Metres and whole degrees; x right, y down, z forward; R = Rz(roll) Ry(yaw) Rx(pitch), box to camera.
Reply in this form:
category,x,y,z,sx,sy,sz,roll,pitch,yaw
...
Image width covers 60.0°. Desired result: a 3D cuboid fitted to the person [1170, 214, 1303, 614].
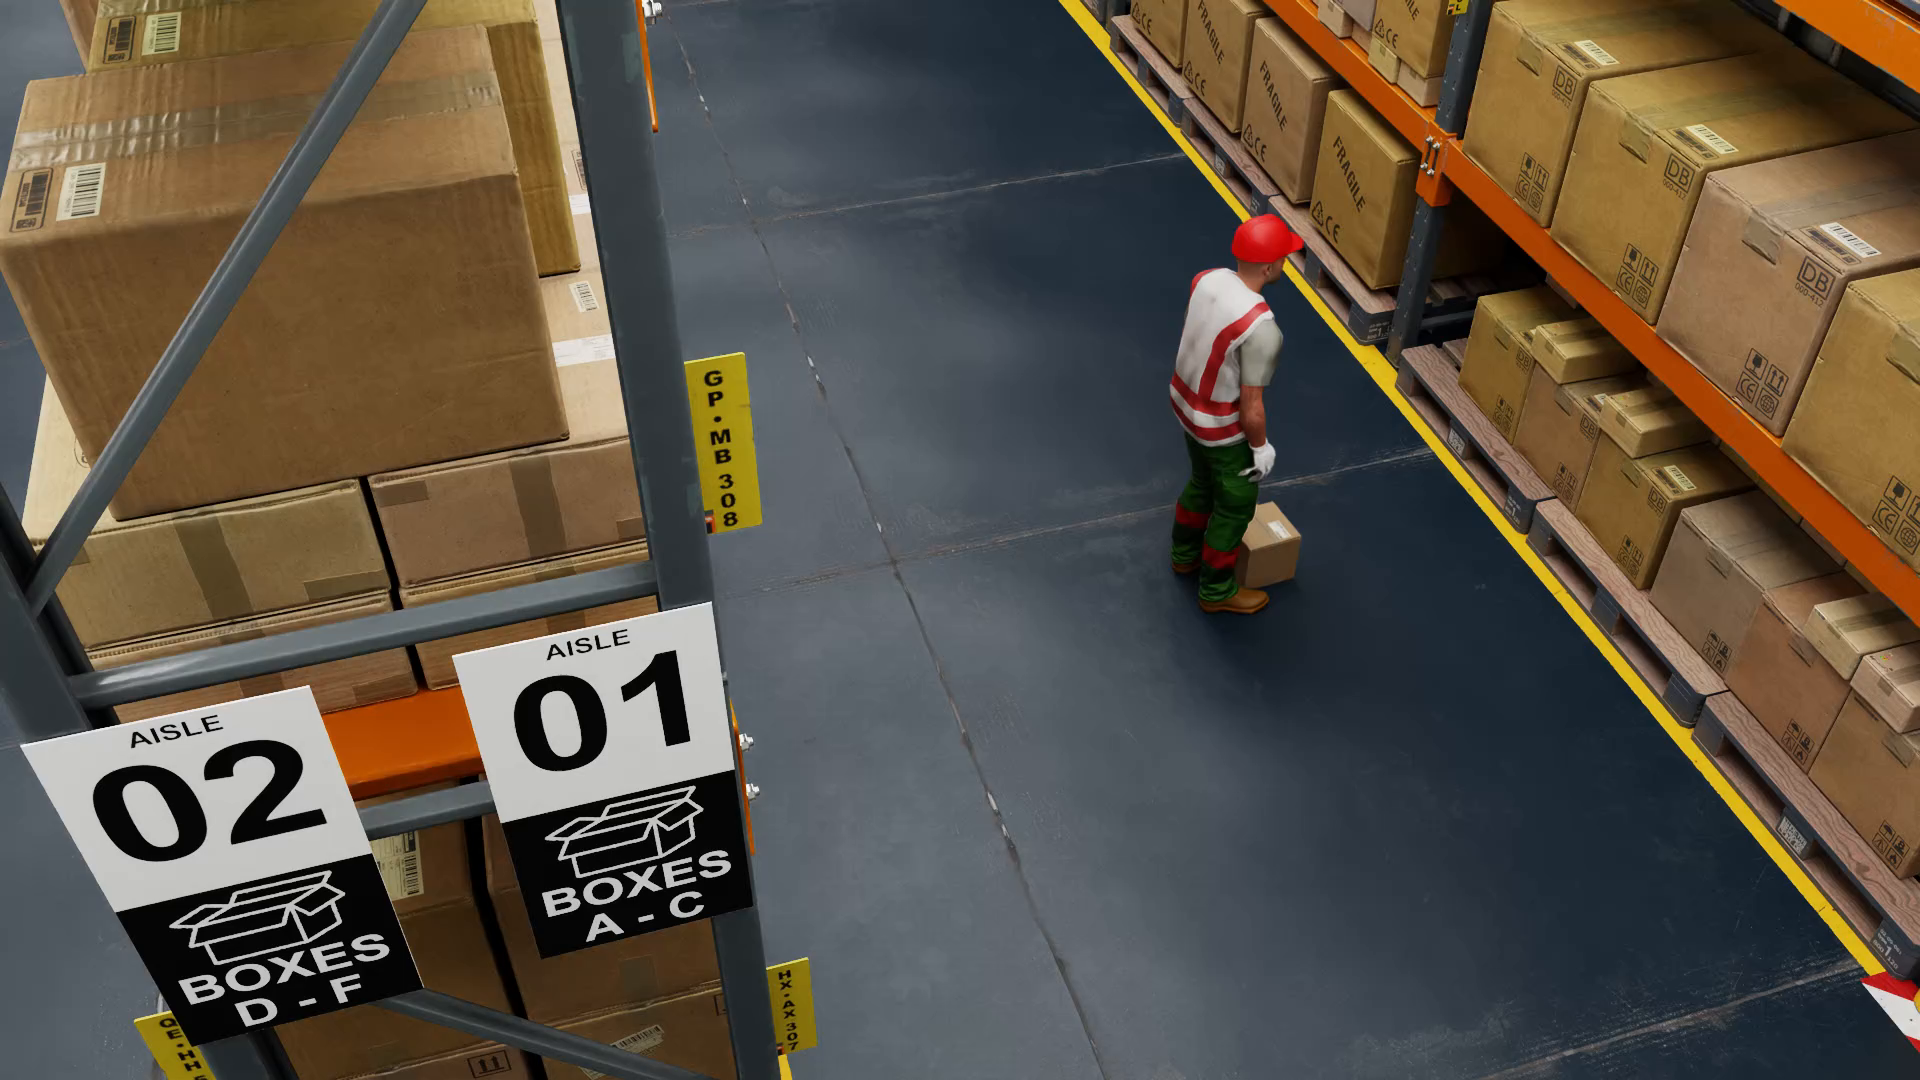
category,x,y,z,sx,sy,sz,roll,pitch,yaw
person,1.084,-0.498,6.706,0.452,1.777,0.610,-14,44,-15
